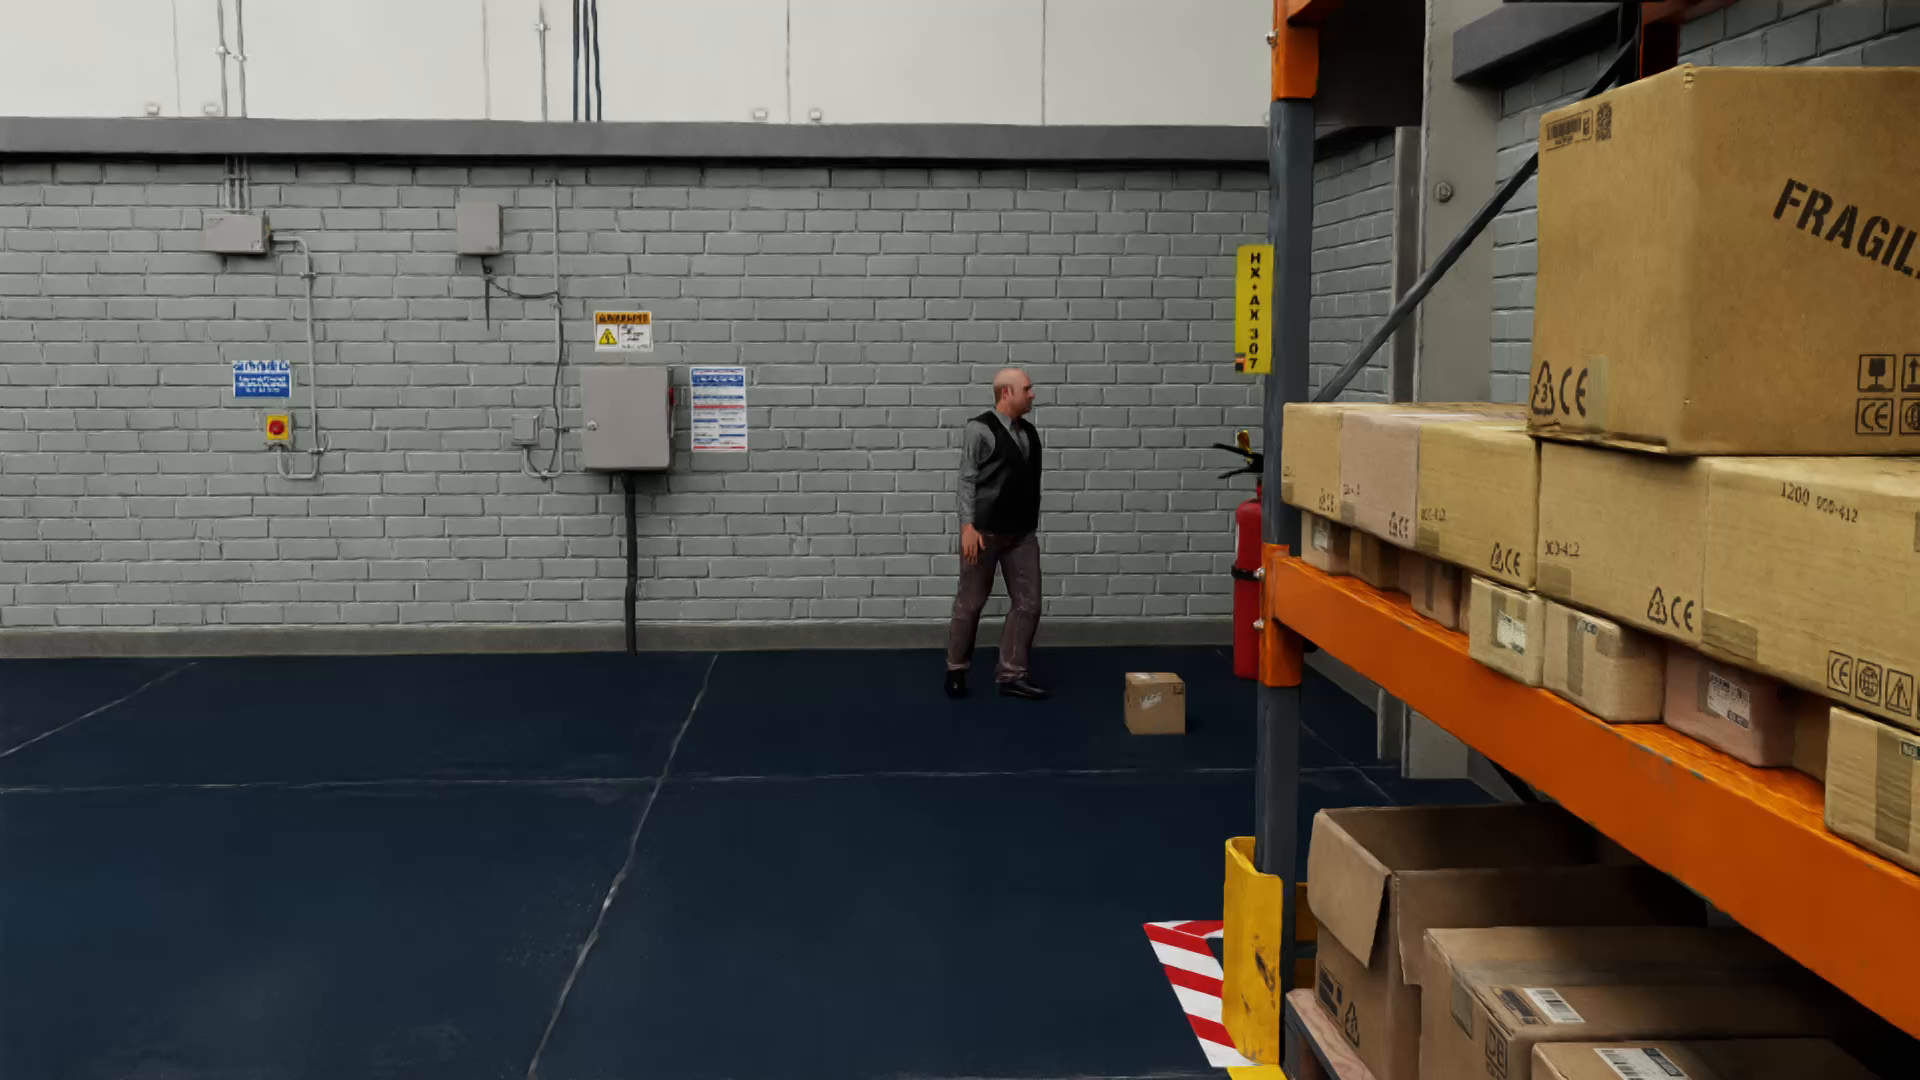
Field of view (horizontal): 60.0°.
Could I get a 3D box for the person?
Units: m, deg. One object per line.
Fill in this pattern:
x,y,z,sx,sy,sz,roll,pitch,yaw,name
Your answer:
0.192,-0.039,8.689,0.554,1.714,0.568,-6,9,-40,person
